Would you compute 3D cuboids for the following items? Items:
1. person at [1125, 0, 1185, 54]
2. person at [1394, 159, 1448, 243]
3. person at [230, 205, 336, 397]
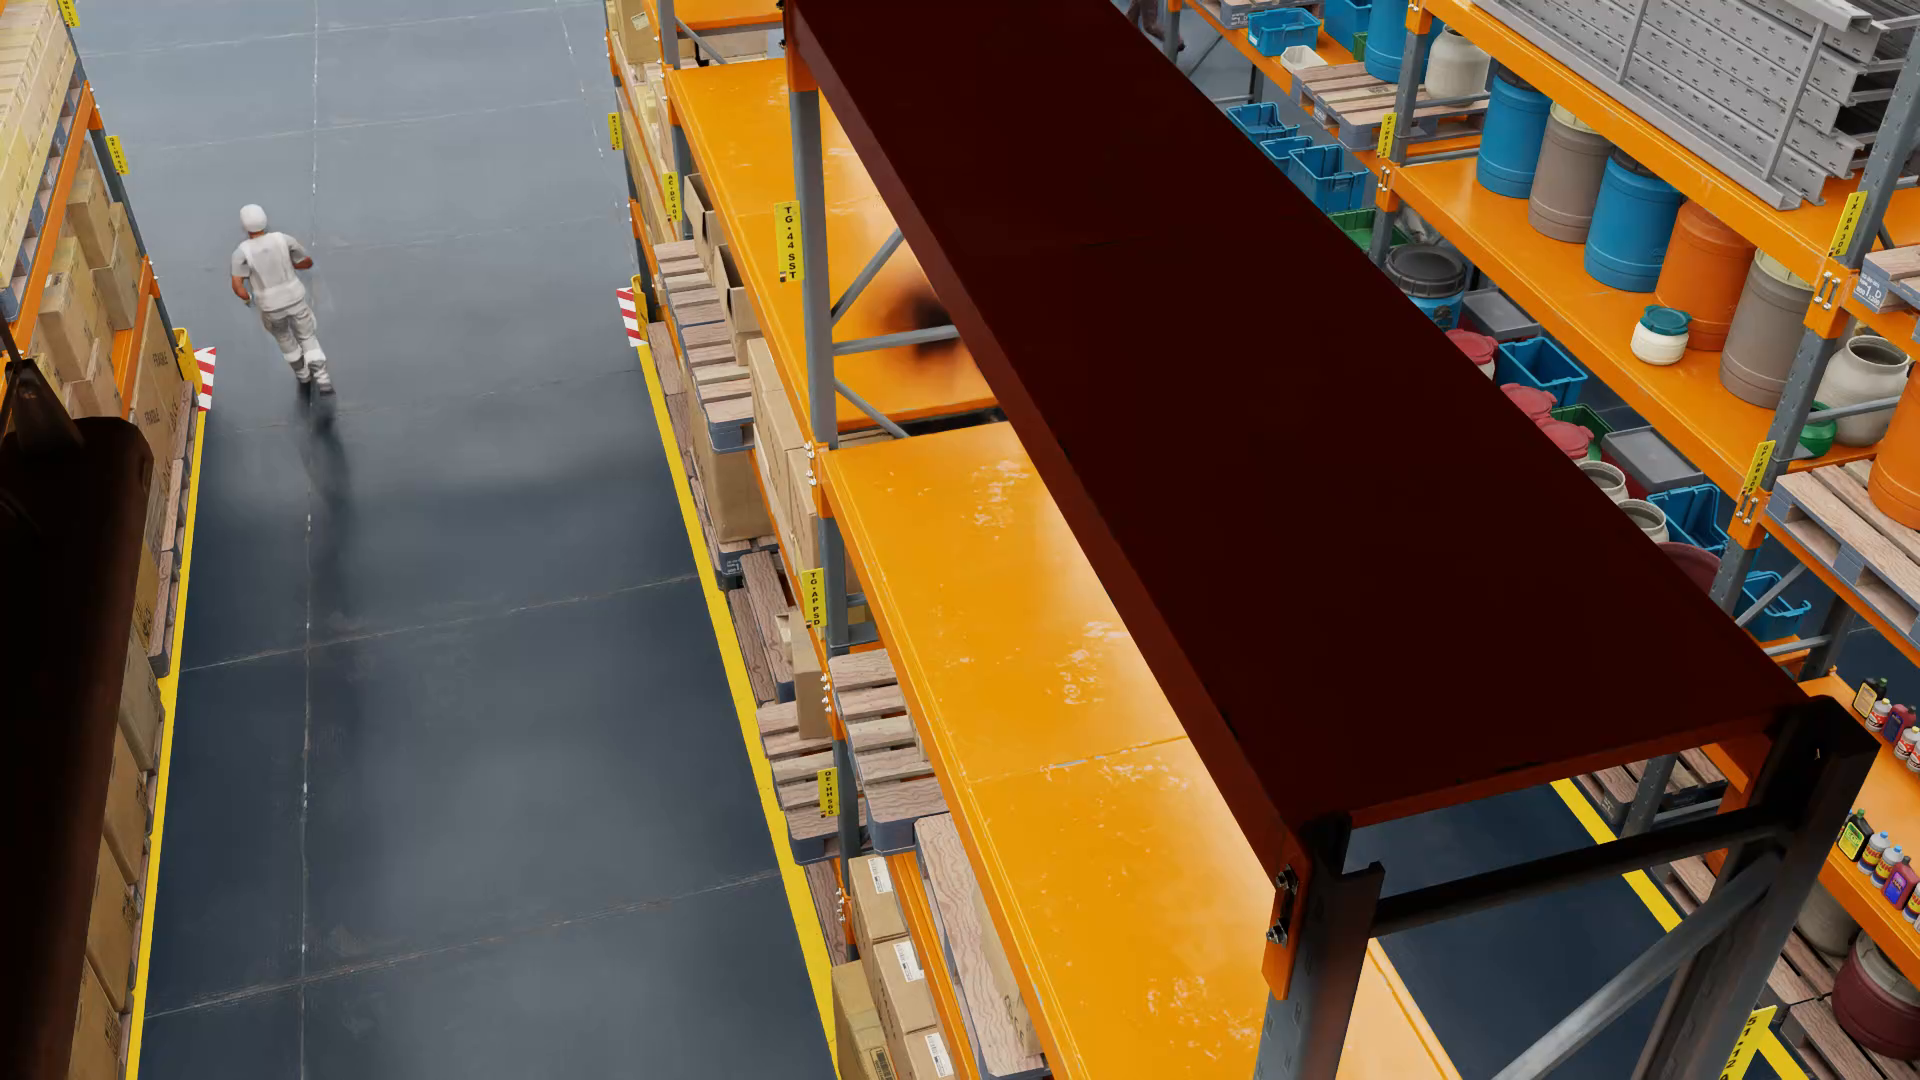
[{"bbox_3d":[2.219,-6.468,19.574,0.969,1.696,0.659,3,39,4],"label":"person"},{"bbox_3d":[4.234,-3.435,15.758,0.703,1.743,0.542,-18,42,-21],"label":"person"},{"bbox_3d":[-5.650,-1.949,13.860,0.667,1.798,0.876,-19,42,-22],"label":"person"}]
